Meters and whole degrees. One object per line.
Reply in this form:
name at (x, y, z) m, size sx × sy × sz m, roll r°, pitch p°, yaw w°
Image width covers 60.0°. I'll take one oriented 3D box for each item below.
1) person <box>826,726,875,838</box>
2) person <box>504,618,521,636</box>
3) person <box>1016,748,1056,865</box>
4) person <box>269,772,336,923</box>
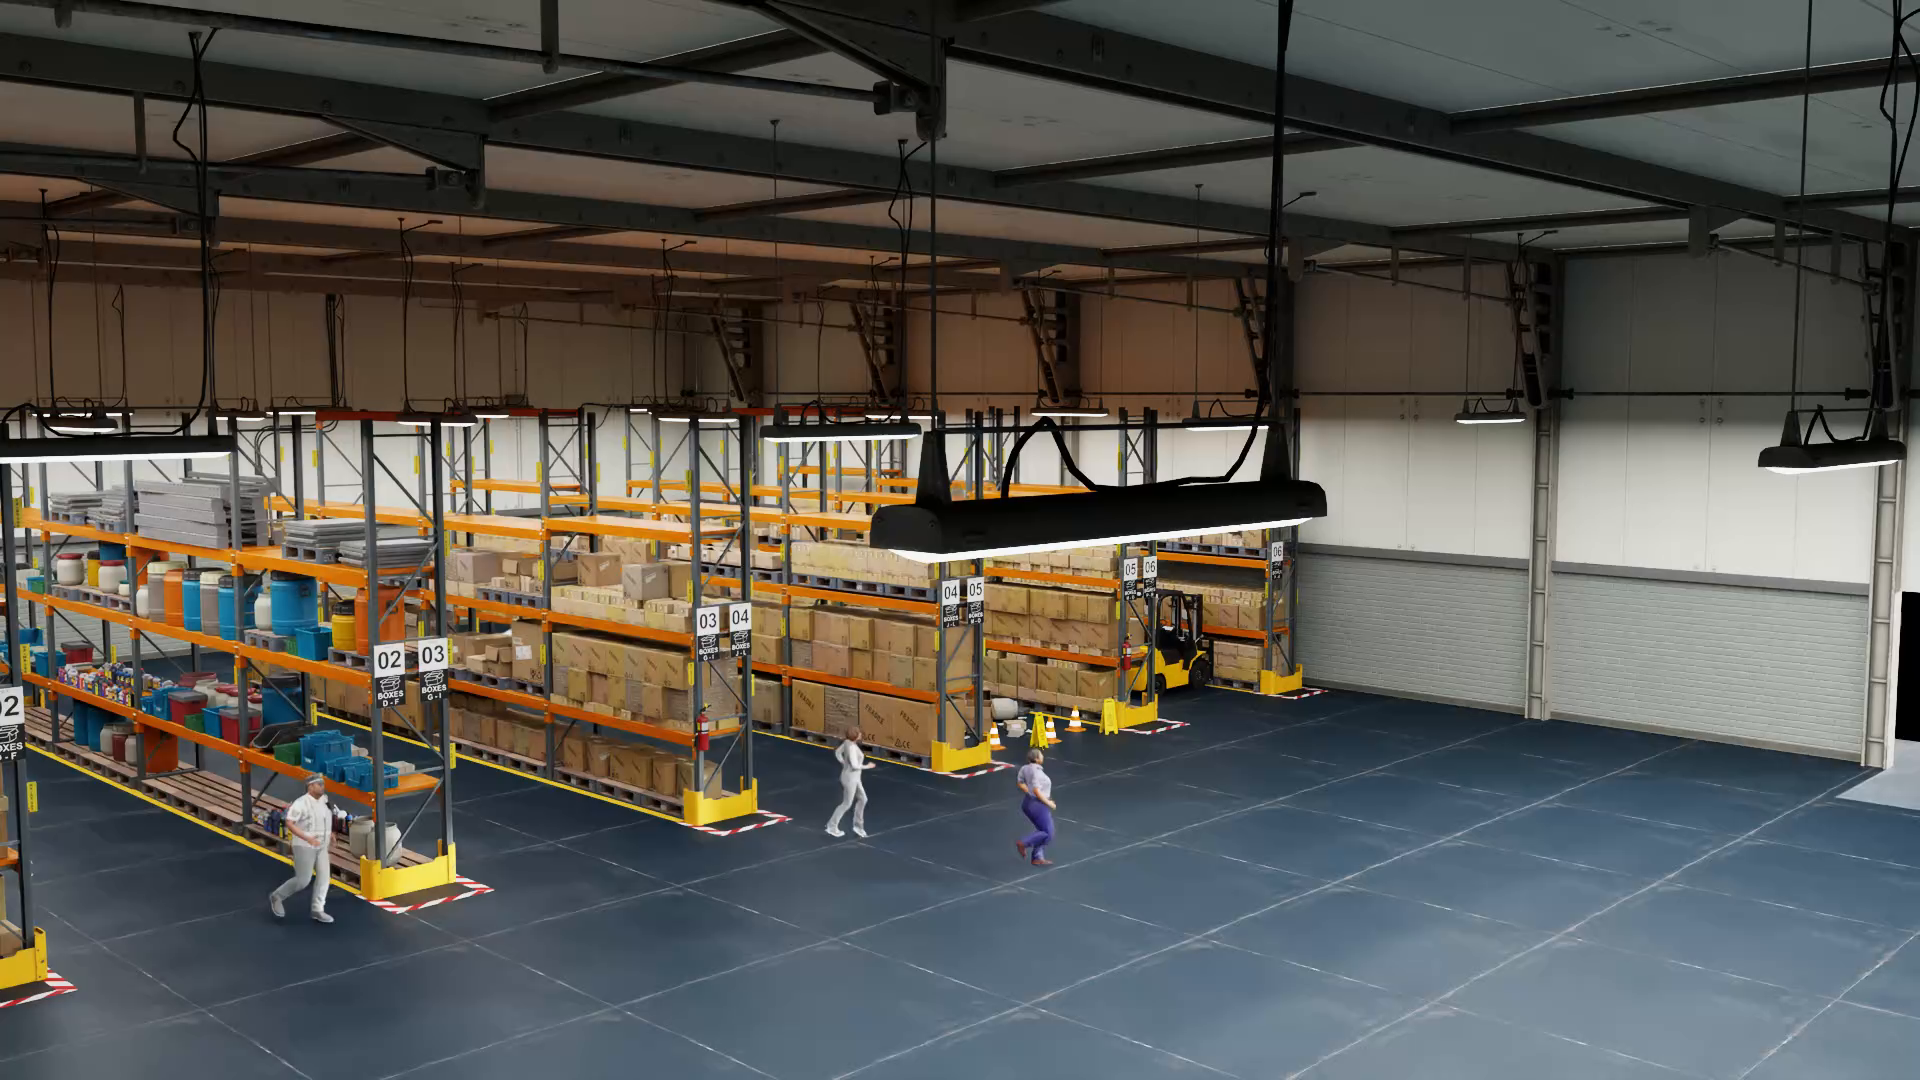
person at (-1.555, 3.455, 23.603) m, size 0.708 × 1.662 × 0.555 m, roll -1°, pitch 5°, yaw -8°
person at (-9.193, 2.453, 34.544) m, size 0.692 × 1.686 × 0.578 m, roll 5°, pitch 7°, yaw 44°
person at (0.968, 3.575, 22.205) m, size 0.584 × 1.606 × 0.609 m, roll -2°, pitch 5°, yaw -23°
person at (-7.842, 3.681, 20.114) m, size 0.822 × 1.752 × 0.730 m, roll 2°, pitch 5°, yaw 20°
